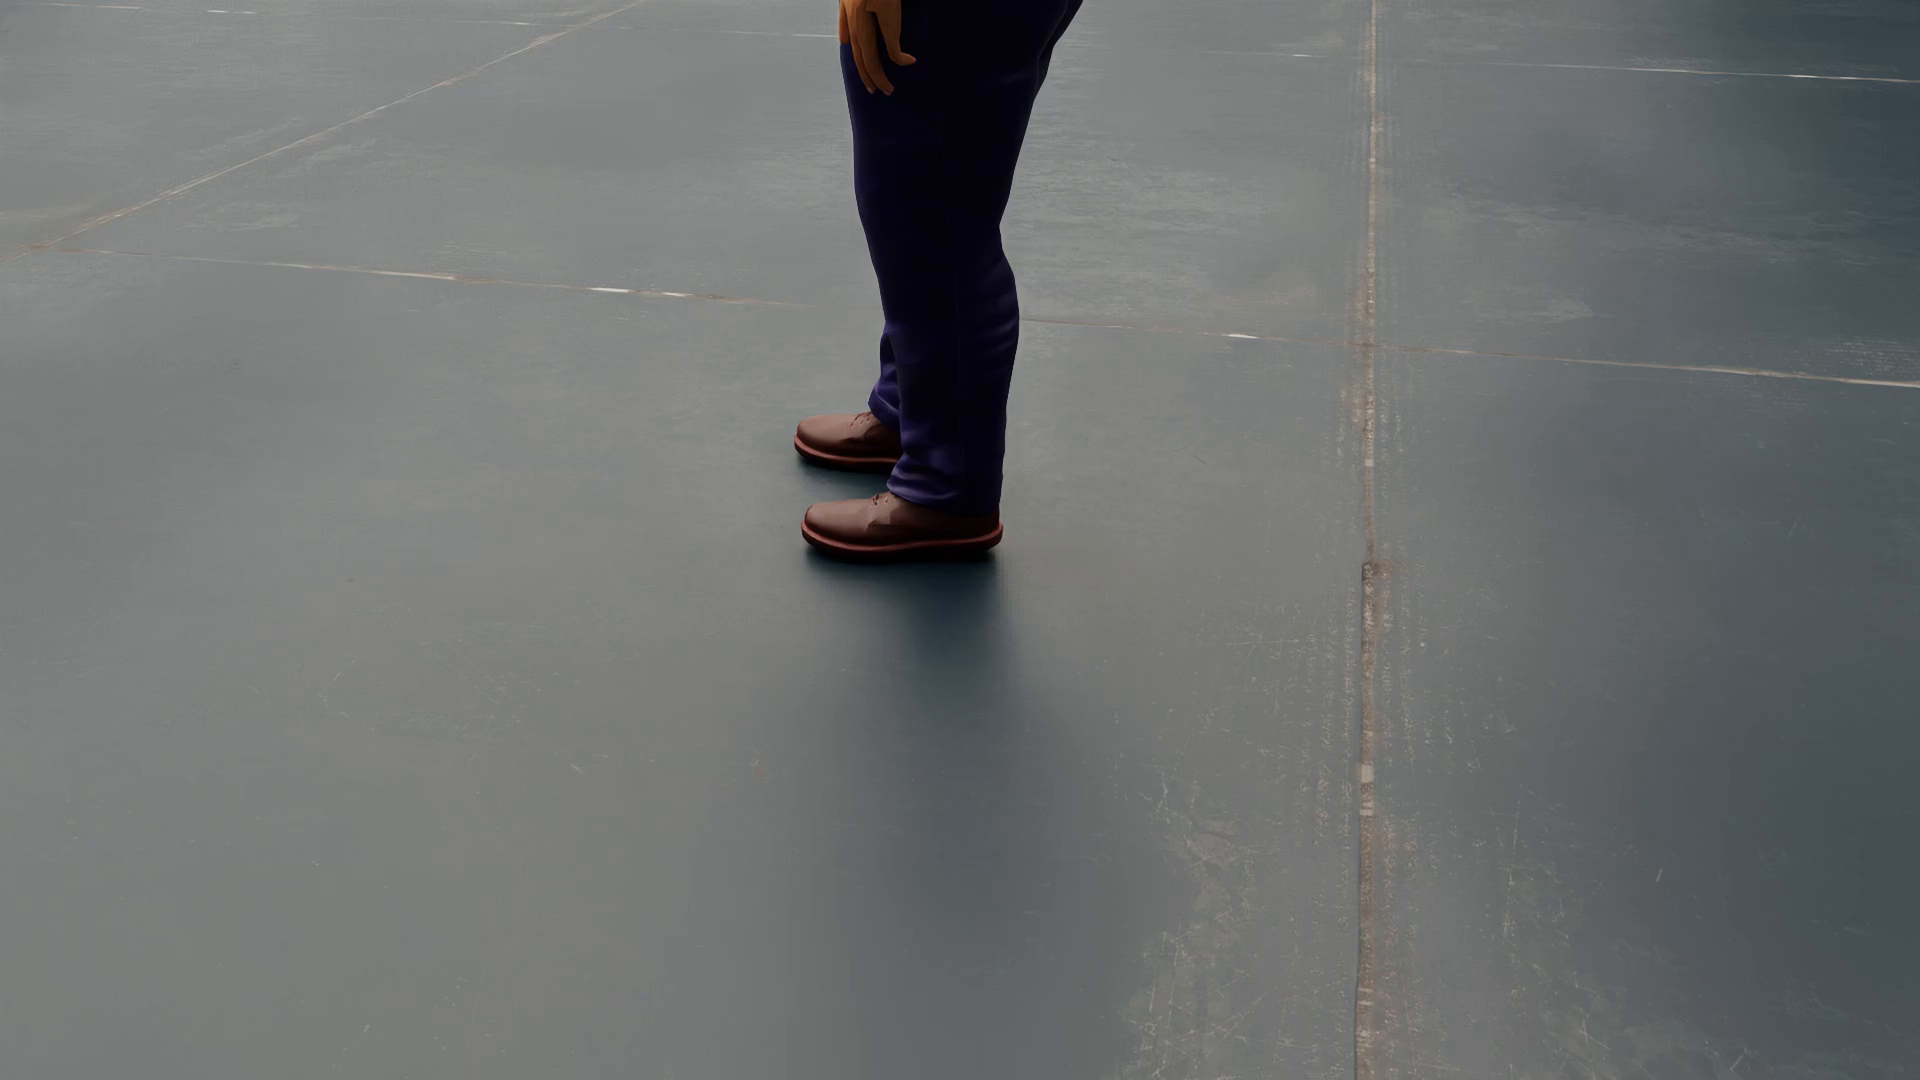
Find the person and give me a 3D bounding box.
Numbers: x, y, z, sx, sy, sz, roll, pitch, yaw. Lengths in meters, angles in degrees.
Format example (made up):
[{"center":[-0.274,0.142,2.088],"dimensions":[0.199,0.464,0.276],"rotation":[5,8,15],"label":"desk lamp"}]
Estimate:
[{"center":[-0.083,-0.754,2.167],"dimensions":[0.501,1.634,0.598],"rotation":[6,27,11],"label":"person"}]
